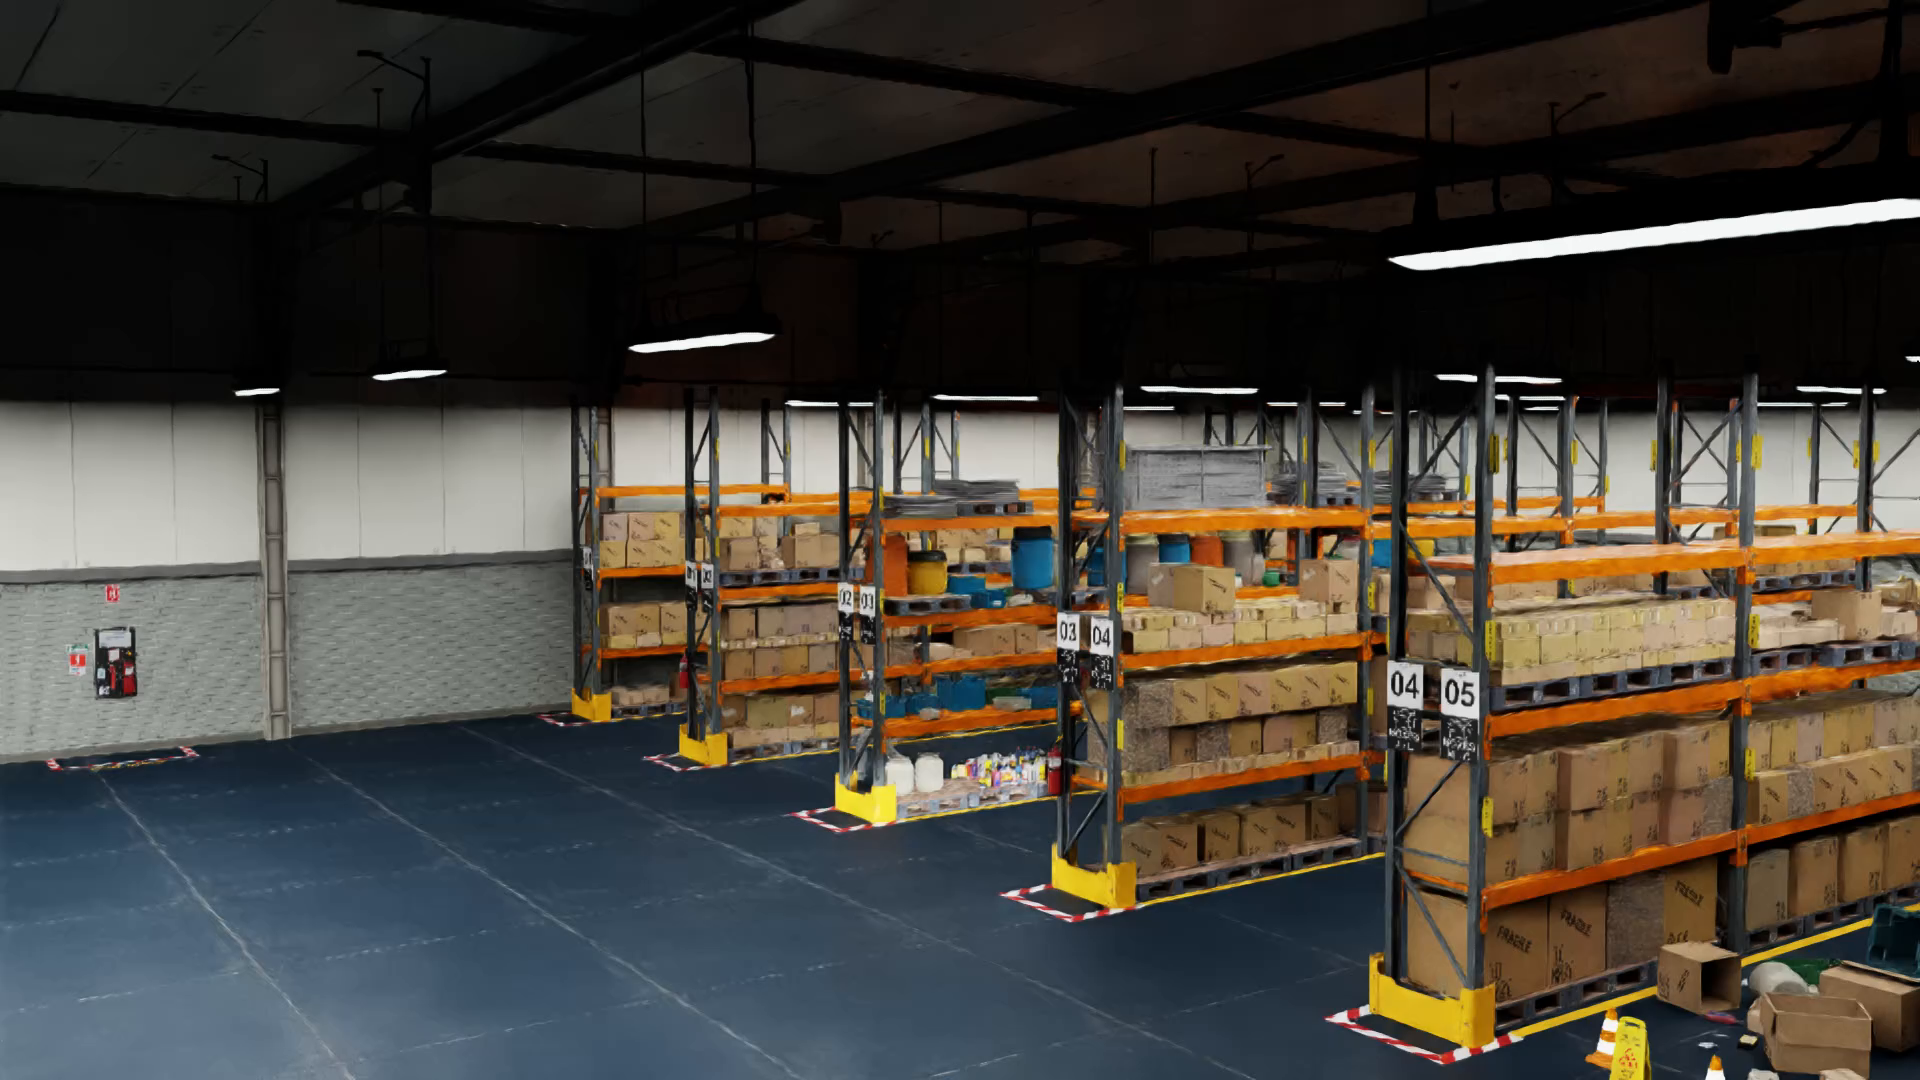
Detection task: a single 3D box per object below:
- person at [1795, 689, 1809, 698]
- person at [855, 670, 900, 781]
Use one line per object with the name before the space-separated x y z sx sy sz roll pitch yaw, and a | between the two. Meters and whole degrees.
person | 12.378 2.942 24.366 0.519 1.526 0.566 -3 4 -38
person | -1.241 2.807 25.091 0.970 1.712 0.616 -1 4 -14
